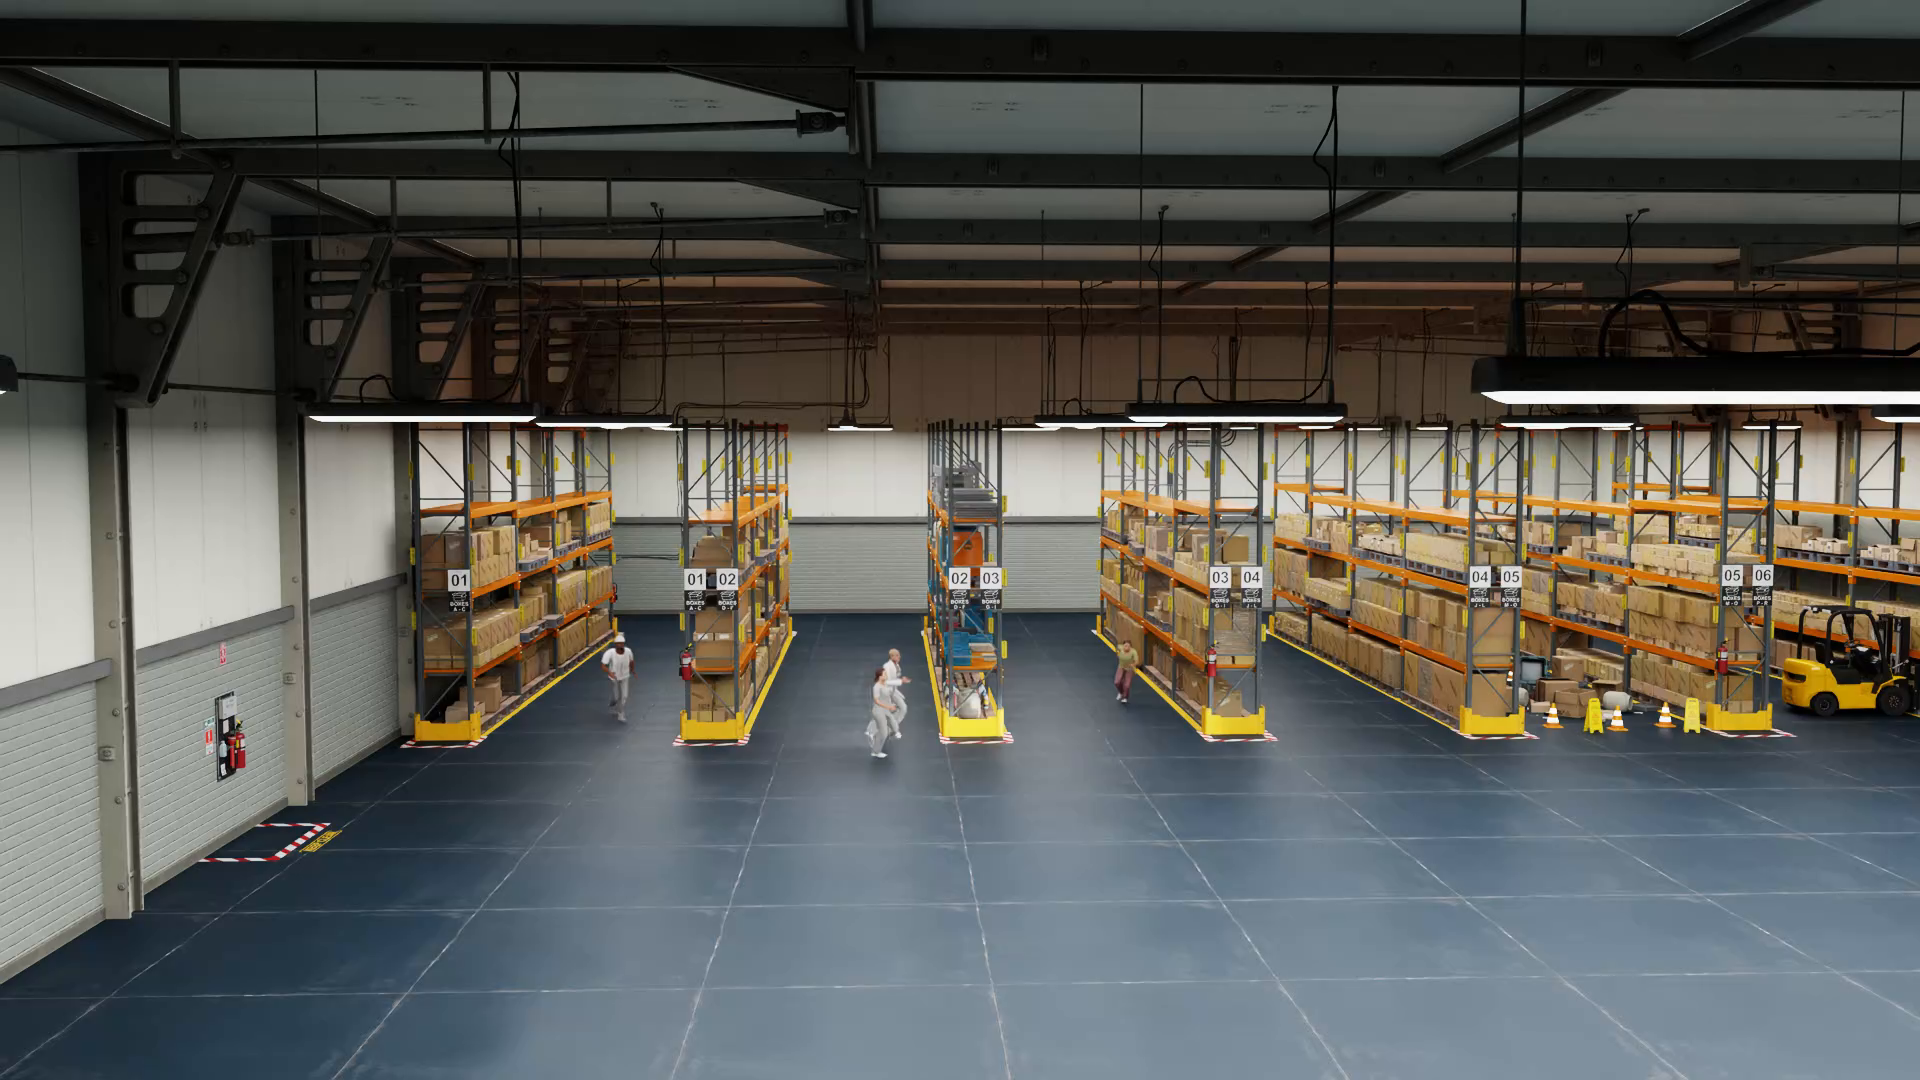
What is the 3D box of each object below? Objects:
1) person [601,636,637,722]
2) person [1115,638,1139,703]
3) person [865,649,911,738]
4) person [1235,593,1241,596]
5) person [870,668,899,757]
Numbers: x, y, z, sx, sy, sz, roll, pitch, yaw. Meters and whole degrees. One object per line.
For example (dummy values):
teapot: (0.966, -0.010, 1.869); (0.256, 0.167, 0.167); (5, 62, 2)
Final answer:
person: (-6.836, 2.745, 33.192); (0.705, 1.716, 0.763); (-2, 4, -27)
person: (3.498, 2.752, 35.014); (0.599, 1.436, 0.921); (1, 4, 17)
person: (-1.342, 2.871, 31.055); (0.984, 1.703, 0.619); (2, 4, 32)
person: (7.776, 1.866, 46.709); (0.695, 1.702, 0.735); (1, 4, 15)
person: (-1.352, 3.043, 29.305); (0.606, 1.608, 0.545); (2, 4, 23)
